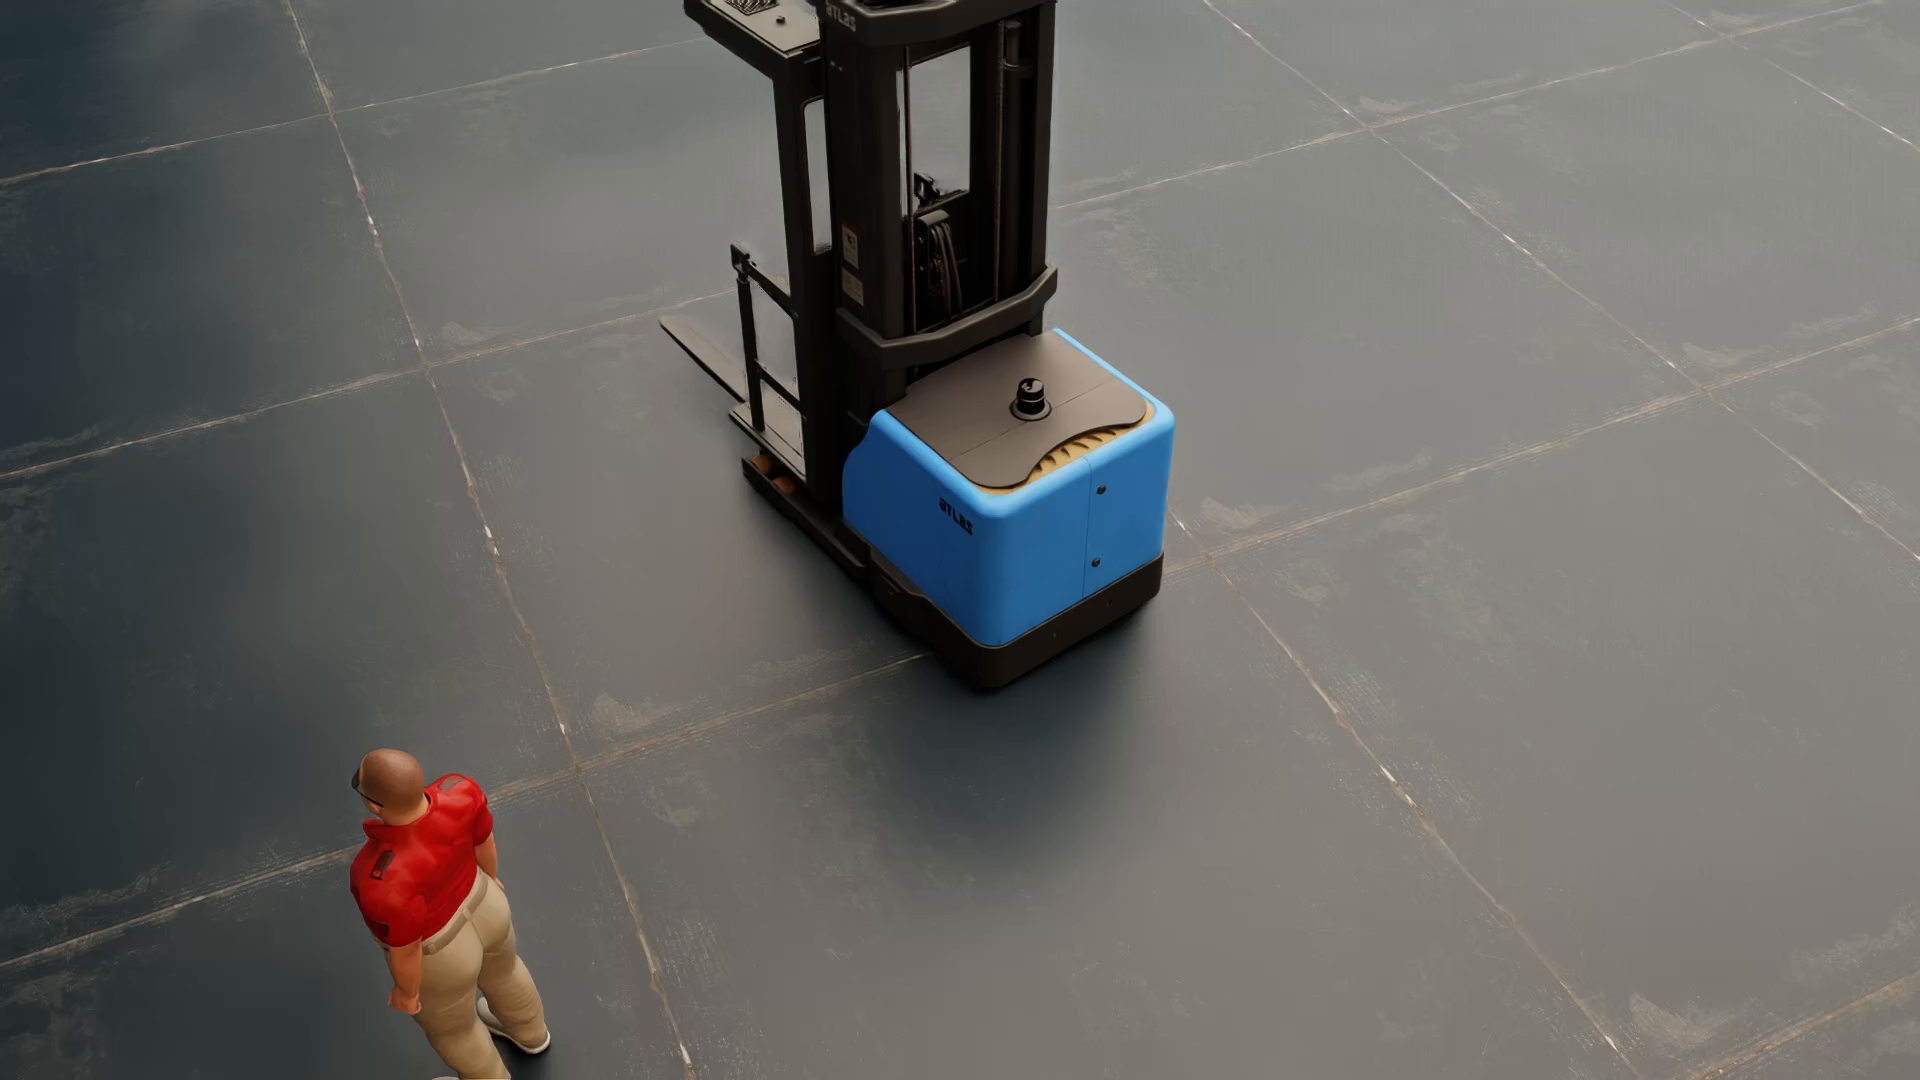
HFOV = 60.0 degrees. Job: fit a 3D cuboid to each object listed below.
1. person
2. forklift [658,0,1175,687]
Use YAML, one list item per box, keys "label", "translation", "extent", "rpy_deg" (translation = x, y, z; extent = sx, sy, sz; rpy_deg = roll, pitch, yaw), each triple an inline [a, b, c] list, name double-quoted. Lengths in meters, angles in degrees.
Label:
- label: "person"
  translation: [-1.640, 1.232, 5.243]
  extent: [0.370, 1.730, 0.524]
  rpy_deg: [15, 45, 15]
- label: "forklift"
  translation: [-0.398, -1.401, 7.181]
  extent: [1.130, 2.935, 3.031]
  rpy_deg: [-28, 50, -27]
